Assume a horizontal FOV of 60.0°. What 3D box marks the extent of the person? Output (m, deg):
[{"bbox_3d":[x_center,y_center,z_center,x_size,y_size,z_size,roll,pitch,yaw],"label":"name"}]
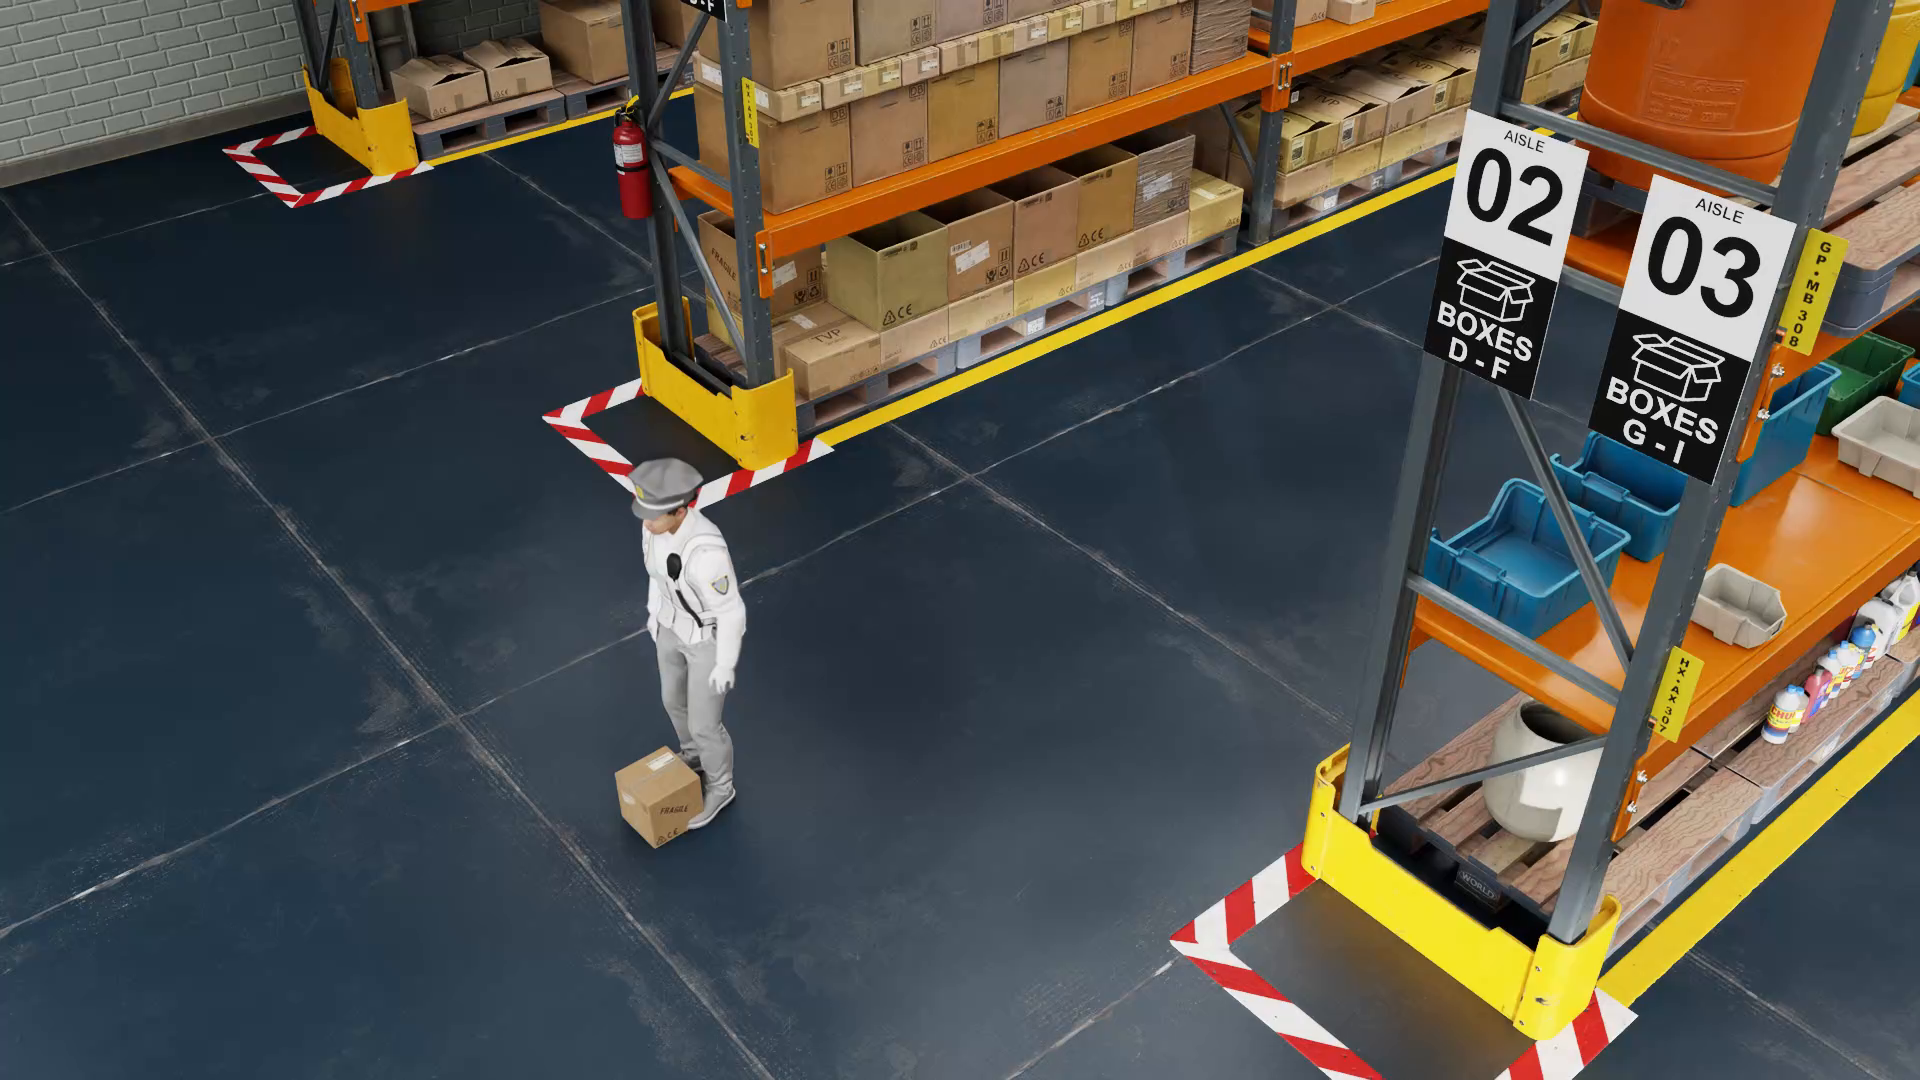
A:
[{"bbox_3d":[-1.063,0.397,6.530,0.414,1.662,0.529,-28,45,-33],"label":"person"}]
